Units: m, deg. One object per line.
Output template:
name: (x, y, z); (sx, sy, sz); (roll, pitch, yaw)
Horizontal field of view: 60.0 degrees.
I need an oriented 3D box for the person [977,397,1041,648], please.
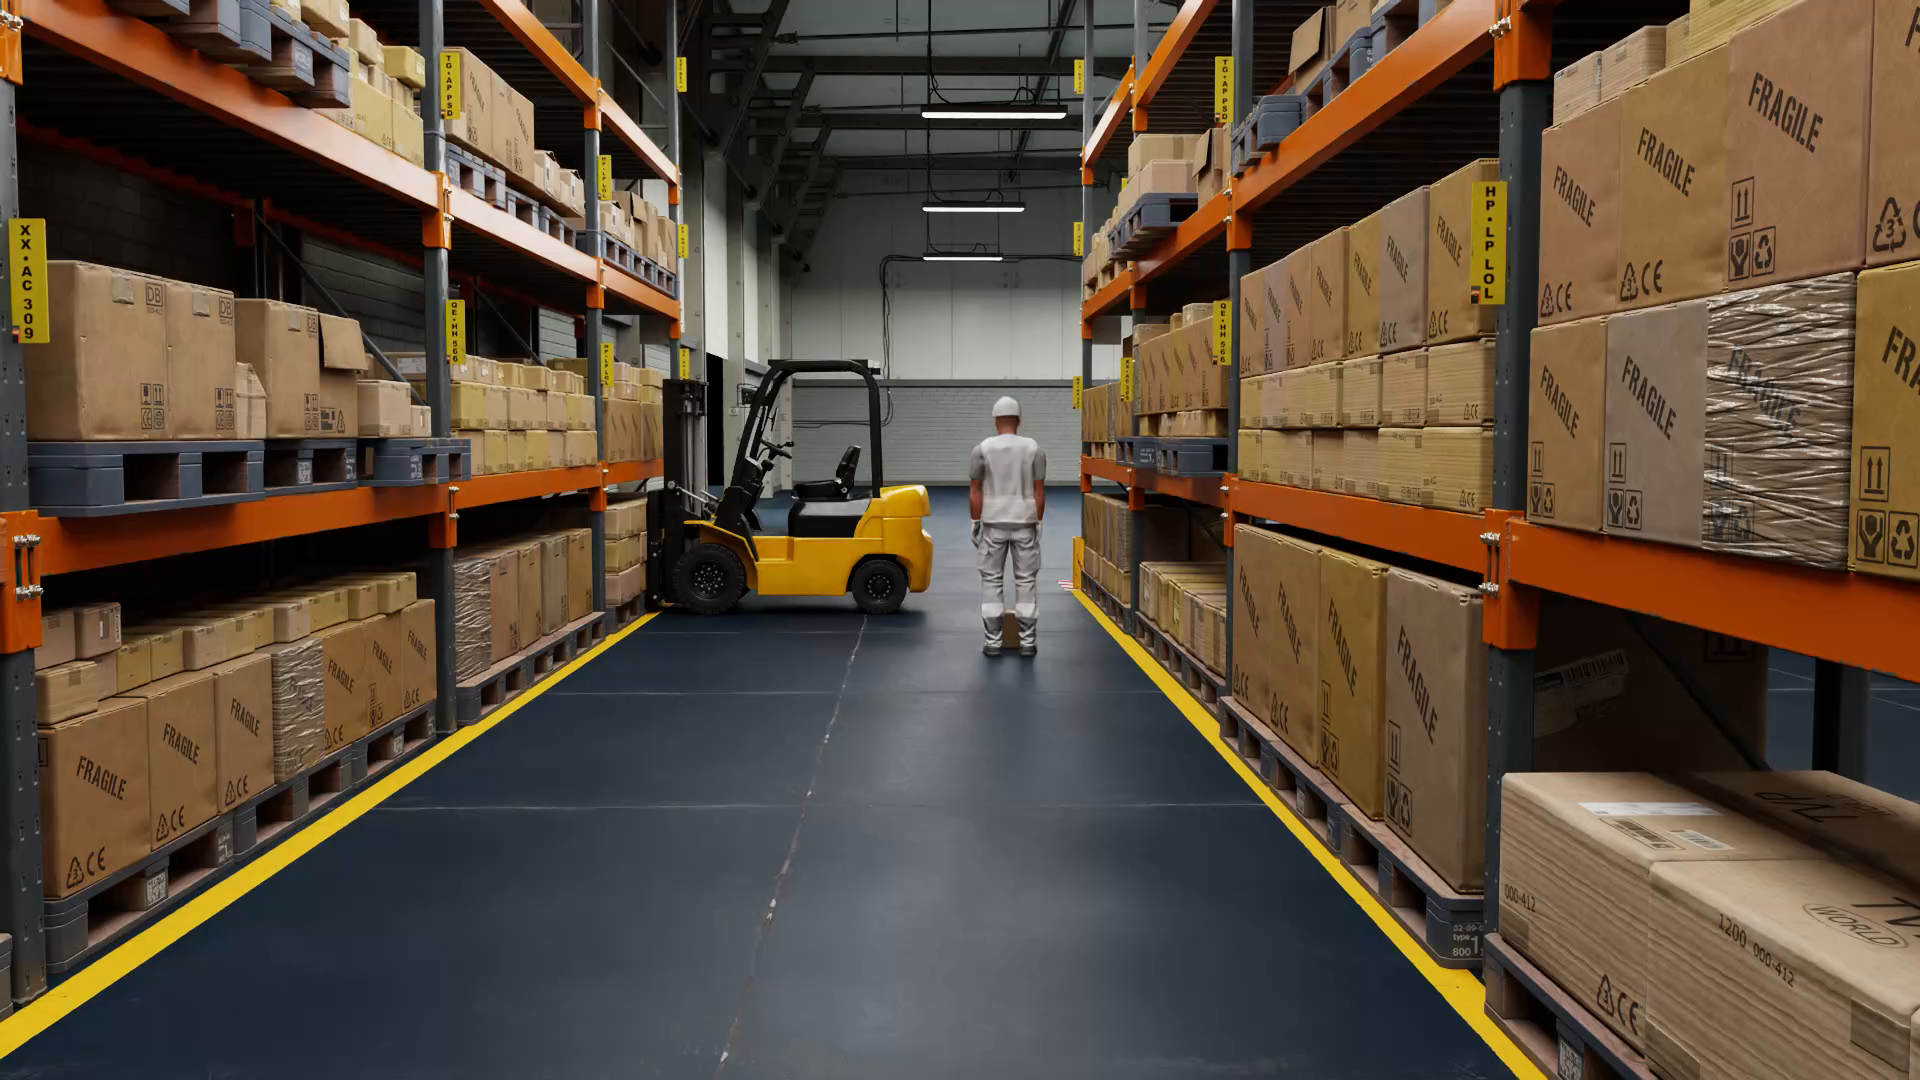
person: (11.416, -1.107, 27.268); (22.736, 1.778, 31.820); (0, 4, 0)
